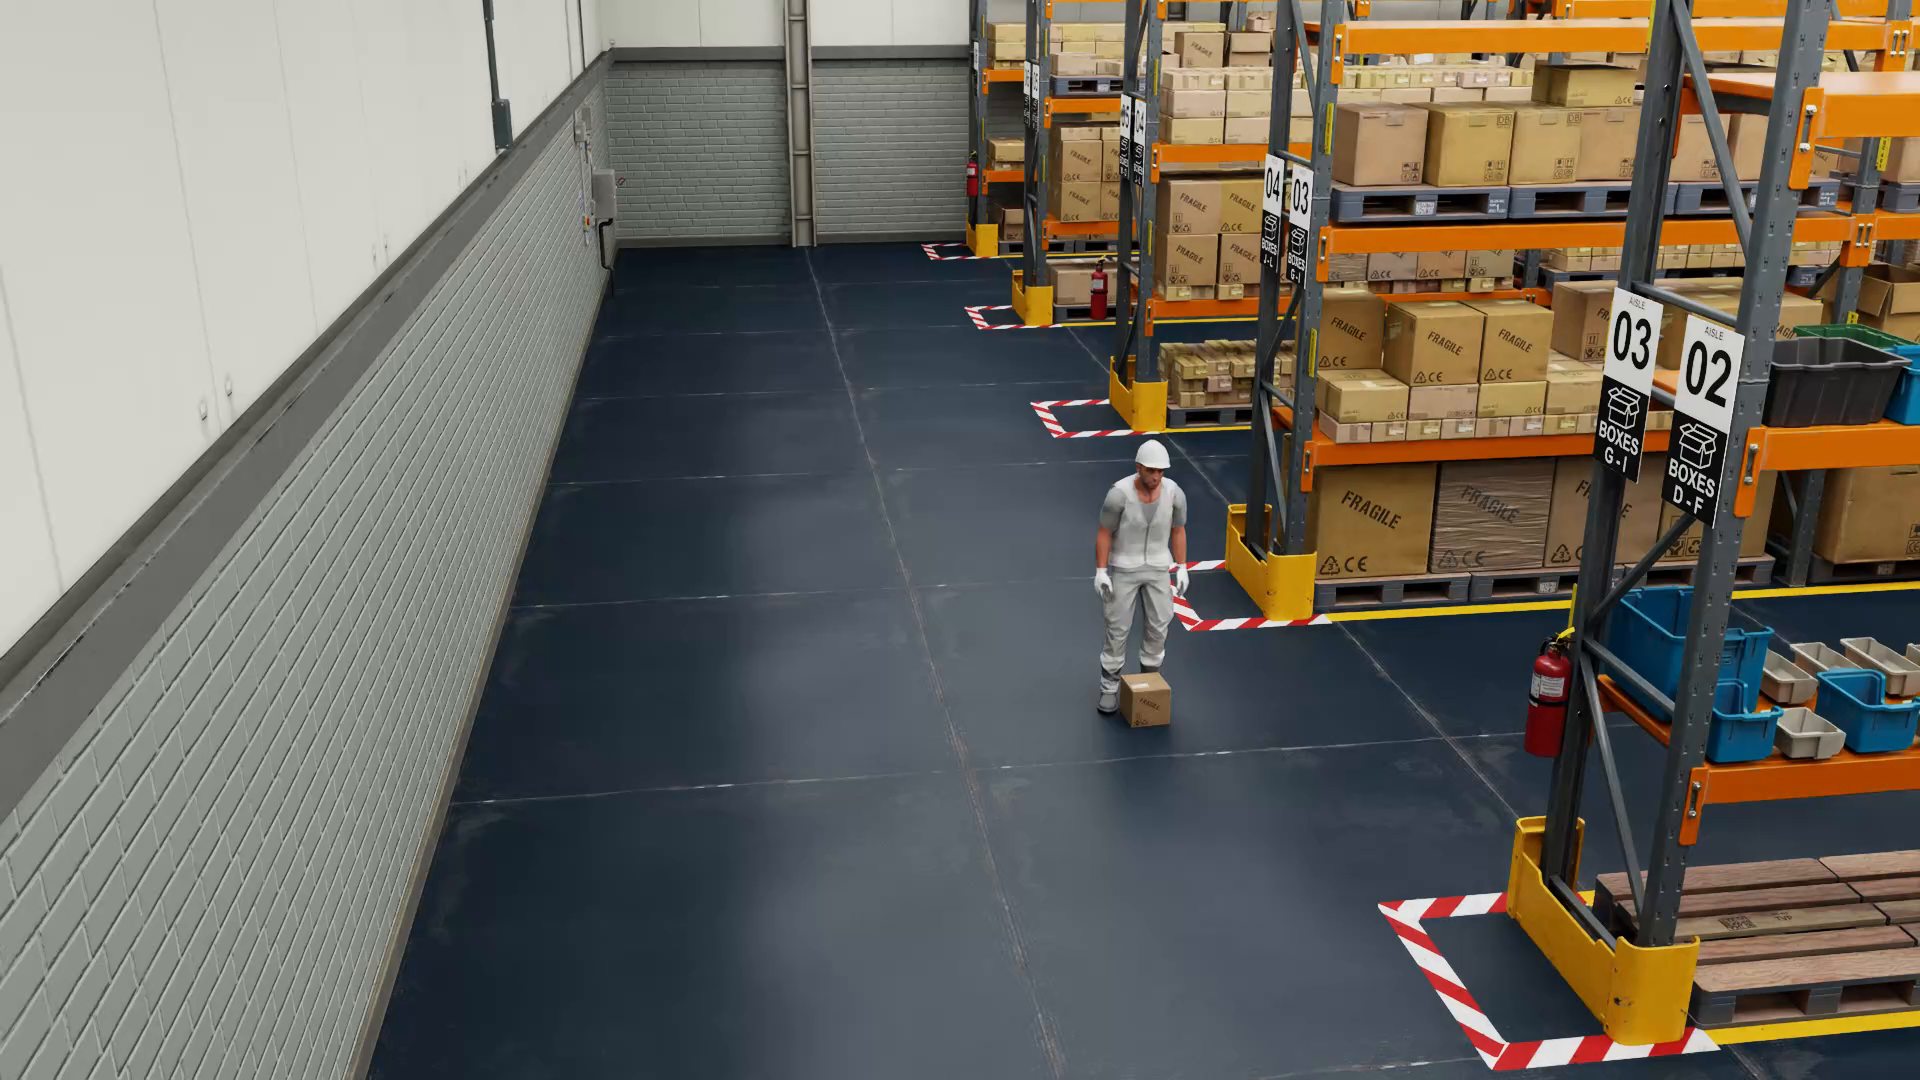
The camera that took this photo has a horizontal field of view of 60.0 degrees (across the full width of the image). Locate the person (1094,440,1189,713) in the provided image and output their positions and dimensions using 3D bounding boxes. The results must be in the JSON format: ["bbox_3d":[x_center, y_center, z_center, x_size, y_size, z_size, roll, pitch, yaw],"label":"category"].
[{"bbox_3d":[1.141,0.216,10.450,0.617,1.778,0.456,-3,20,-9],"label":"person"}]
